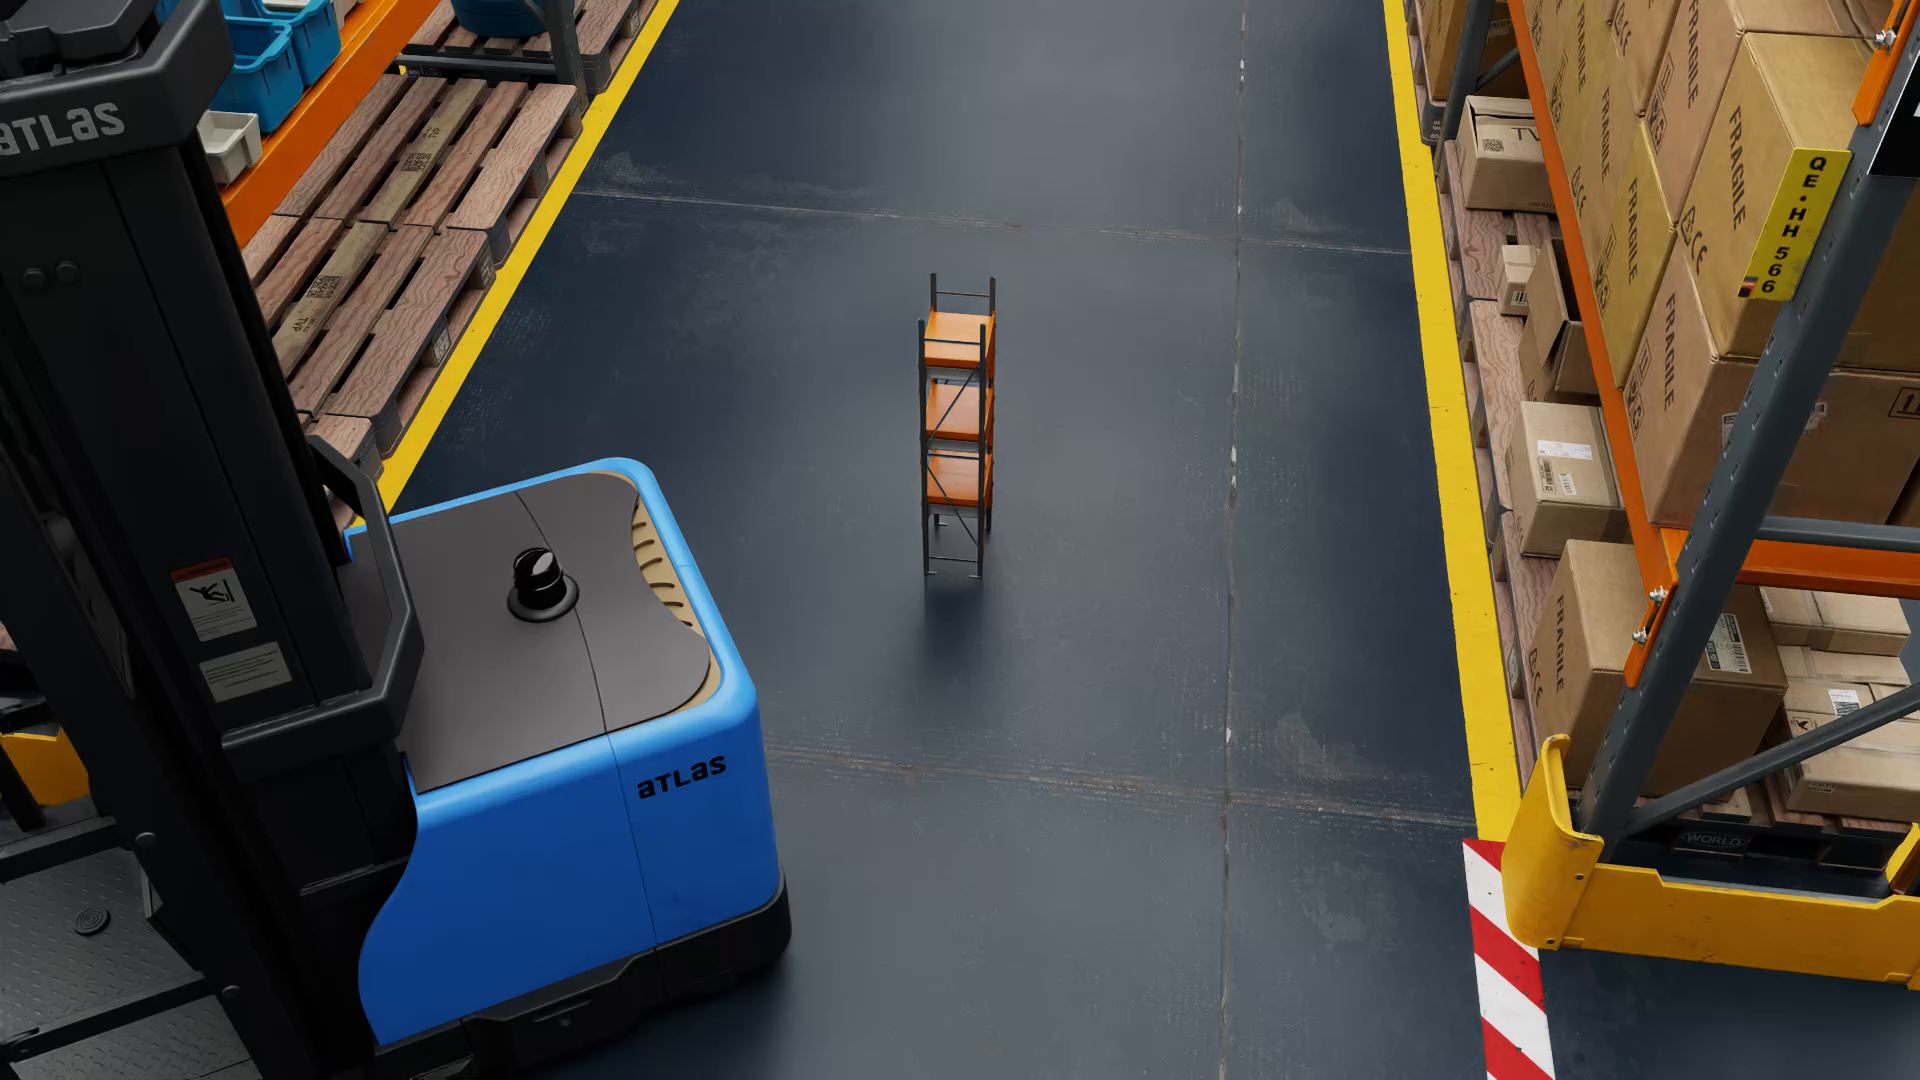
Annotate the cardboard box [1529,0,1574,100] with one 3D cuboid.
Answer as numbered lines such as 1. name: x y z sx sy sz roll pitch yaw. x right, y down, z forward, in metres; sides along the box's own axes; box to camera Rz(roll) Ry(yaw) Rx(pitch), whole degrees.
1. cardboard box: 2.166 -1.737 5.330 0.500 0.500 0.500 5 44 5

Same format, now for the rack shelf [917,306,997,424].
1. rack shelf: -0.007 -0.543 5.163 0.215 0.259 0.240 5 44 6

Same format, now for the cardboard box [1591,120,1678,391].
1. cardboard box: 1.962 -0.708 4.243 0.500 0.500 0.500 6 44 6

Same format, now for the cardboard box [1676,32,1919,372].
1. cardboard box: 1.893 -0.715 3.524 0.500 0.500 0.500 5 44 5

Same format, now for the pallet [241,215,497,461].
1. pallet: -2.491 -0.815 6.458 1.003 0.211 1.213 5 44 6

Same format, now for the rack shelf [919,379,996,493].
1. rack shelf: -0.007 -0.337 5.358 0.215 0.259 0.240 5 44 6

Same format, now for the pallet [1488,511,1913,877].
1. pallet: 2.222 0.430 5.143 1.003 0.211 1.213 5 44 6

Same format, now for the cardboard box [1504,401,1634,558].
1. cardboard box: 2.090 -0.187 5.445 0.500 0.250 0.500 5 44 6

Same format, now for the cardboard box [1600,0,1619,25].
1. cardboard box: 2.091 -1.763 4.631 0.500 0.500 0.500 6 44 7

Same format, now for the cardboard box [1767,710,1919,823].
1. cardboard box: 2.503 0.634 4.653 0.380 0.149 0.250 5 44 6

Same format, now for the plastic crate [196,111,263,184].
1. plastic crate: -2.229 -1.178 4.961 0.250 0.136 0.298 5 44 6

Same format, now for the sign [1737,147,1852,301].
1. sign: 1.560 -0.587 3.116 0.100 0.325 0.005 5 44 6

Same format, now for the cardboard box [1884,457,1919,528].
1. cardboard box: 2.427 -0.302 3.815 0.500 0.500 0.500 6 44 6

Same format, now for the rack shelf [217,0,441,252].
1. rack shelf: -2.538 -1.542 5.720 1.077 0.370 4.000 5 44 6

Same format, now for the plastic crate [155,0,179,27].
1. plastic crate: -2.785 -1.824 5.573 0.416 0.233 0.300 5 44 6

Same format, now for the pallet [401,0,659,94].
1. pallet: -2.130 -2.676 8.423 1.003 0.211 1.213 5 44 6

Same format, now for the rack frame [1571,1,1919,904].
1. rack frame: 2.107 0.012 3.555 1.000 3.000 0.127 5 44 6

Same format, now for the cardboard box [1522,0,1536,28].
1. cardboard box: 2.234 -2.078 5.690 0.500 0.500 0.500 6 44 6

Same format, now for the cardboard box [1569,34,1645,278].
1. cardboard box: 2.033 -1.047 4.602 0.500 0.500 0.500 6 44 6

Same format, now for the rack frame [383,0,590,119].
1. rack frame: -2.273 -3.166 6.912 1.000 3.000 0.127 5 44 6

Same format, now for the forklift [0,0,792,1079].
1. forklift: -2.020 0.190 3.417 3.031 2.935 1.130 -17 46 -17

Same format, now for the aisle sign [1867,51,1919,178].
1. aisle sign: 1.794 -0.913 2.642 0.394 0.787 0.004 5 44 6

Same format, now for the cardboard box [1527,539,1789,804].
1. cardboard box: 1.935 0.367 4.678 0.500 0.500 0.500 5 44 6

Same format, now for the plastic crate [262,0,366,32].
1. plastic crate: -2.206 -1.878 5.700 0.293 0.136 0.466 5 44 6

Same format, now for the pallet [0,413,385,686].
1. pallet: -2.655 0.014 5.582 1.003 0.211 1.213 5 44 6

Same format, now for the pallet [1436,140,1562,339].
1. pallet: 2.544 -1.233 6.899 1.003 0.211 1.213 5 44 6

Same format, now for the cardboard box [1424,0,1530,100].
1. cardboard box: 2.417 -2.328 7.525 0.500 0.500 0.500 5 44 5

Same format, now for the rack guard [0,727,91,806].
1. rack guard: -2.793 0.485 4.874 1.175 0.500 0.348 5 44 6

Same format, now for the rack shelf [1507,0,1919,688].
1. rack shelf: 2.372 -1.089 5.242 1.077 0.370 4.000 5 44 6

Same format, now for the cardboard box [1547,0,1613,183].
1. cardboard box: 2.100 -1.391 4.964 0.500 0.500 0.500 5 44 5

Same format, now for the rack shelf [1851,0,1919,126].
1. rack shelf: 2.372 -2.179 4.211 1.077 0.370 4.000 5 44 6

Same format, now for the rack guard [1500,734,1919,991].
1. rack guard: 2.117 0.868 4.469 1.175 0.500 0.348 5 44 6

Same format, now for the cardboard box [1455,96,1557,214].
1. cardboard box: 2.366 -1.631 6.926 0.500 0.311 0.500 5 44 6

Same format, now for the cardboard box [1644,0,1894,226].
1. cardboard box: 1.959 -1.060 3.887 0.500 0.500 0.500 6 44 7

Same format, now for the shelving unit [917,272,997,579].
1. shelving unit: -0.007 -0.345 5.351 0.215 1.050 0.252 5 44 6

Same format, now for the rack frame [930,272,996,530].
1. rack frame: 0.009 -0.428 5.438 0.200 1.050 0.008 5 44 6

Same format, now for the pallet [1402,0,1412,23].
1. pallet: 2.865 -3.093 8.863 1.003 0.211 1.213 5 44 6

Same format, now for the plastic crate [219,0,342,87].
1. plastic crate: -2.230 -1.642 5.380 0.416 0.233 0.300 5 44 6

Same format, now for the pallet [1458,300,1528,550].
1. pallet: 2.385 -0.399 6.018 1.003 0.211 1.213 5 44 6

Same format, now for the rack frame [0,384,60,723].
1. rack frame: -2.802 -0.440 4.033 1.000 3.000 0.127 5 44 6

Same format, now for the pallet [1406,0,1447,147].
1. pallet: 2.706 -2.259 7.982 1.003 0.211 1.213 5 44 6

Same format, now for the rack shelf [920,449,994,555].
1. rack shelf: -0.007 -0.135 5.549 0.215 0.259 0.240 5 44 6

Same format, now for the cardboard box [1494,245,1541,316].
1. cardboard box: 2.262 -0.988 6.352 0.380 0.166 0.250 5 44 6

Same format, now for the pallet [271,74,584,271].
1. pallet: -2.332 -1.649 7.338 1.003 0.211 1.213 5 44 6

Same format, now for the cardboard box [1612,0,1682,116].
1. cardboard box: 2.023 -1.413 4.261 0.500 0.500 0.500 6 44 7

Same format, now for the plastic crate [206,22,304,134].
1. plastic crate: -2.269 -1.437 5.164 0.416 0.233 0.300 5 44 6

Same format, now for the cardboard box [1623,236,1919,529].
1. cardboard box: 1.897 -0.354 3.869 0.500 0.500 0.500 6 44 7

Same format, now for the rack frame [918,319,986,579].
1. rack frame: -0.023 -0.262 5.263 0.200 1.050 0.008 5 44 6

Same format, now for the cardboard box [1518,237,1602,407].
1. cardboard box: 2.393 -0.686 5.789 0.797 0.503 0.637 5 44 6

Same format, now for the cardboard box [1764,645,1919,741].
1. cardboard box: 2.536 0.457 4.826 0.380 0.166 0.250 5 44 6

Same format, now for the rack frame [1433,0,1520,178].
1. rack frame: 2.636 -2.714 6.434 1.000 3.000 0.127 5 44 6

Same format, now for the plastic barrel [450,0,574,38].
1. plastic barrel: -2.185 -2.926 7.879 0.600 0.901 0.708 5 44 6

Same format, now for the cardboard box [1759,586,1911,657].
1. cardboard box: 2.526 0.166 5.073 0.500 0.250 0.500 5 44 6

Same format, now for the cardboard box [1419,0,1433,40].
1. cardboard box: 2.491 -2.664 7.880 0.500 0.500 0.500 5 44 6
